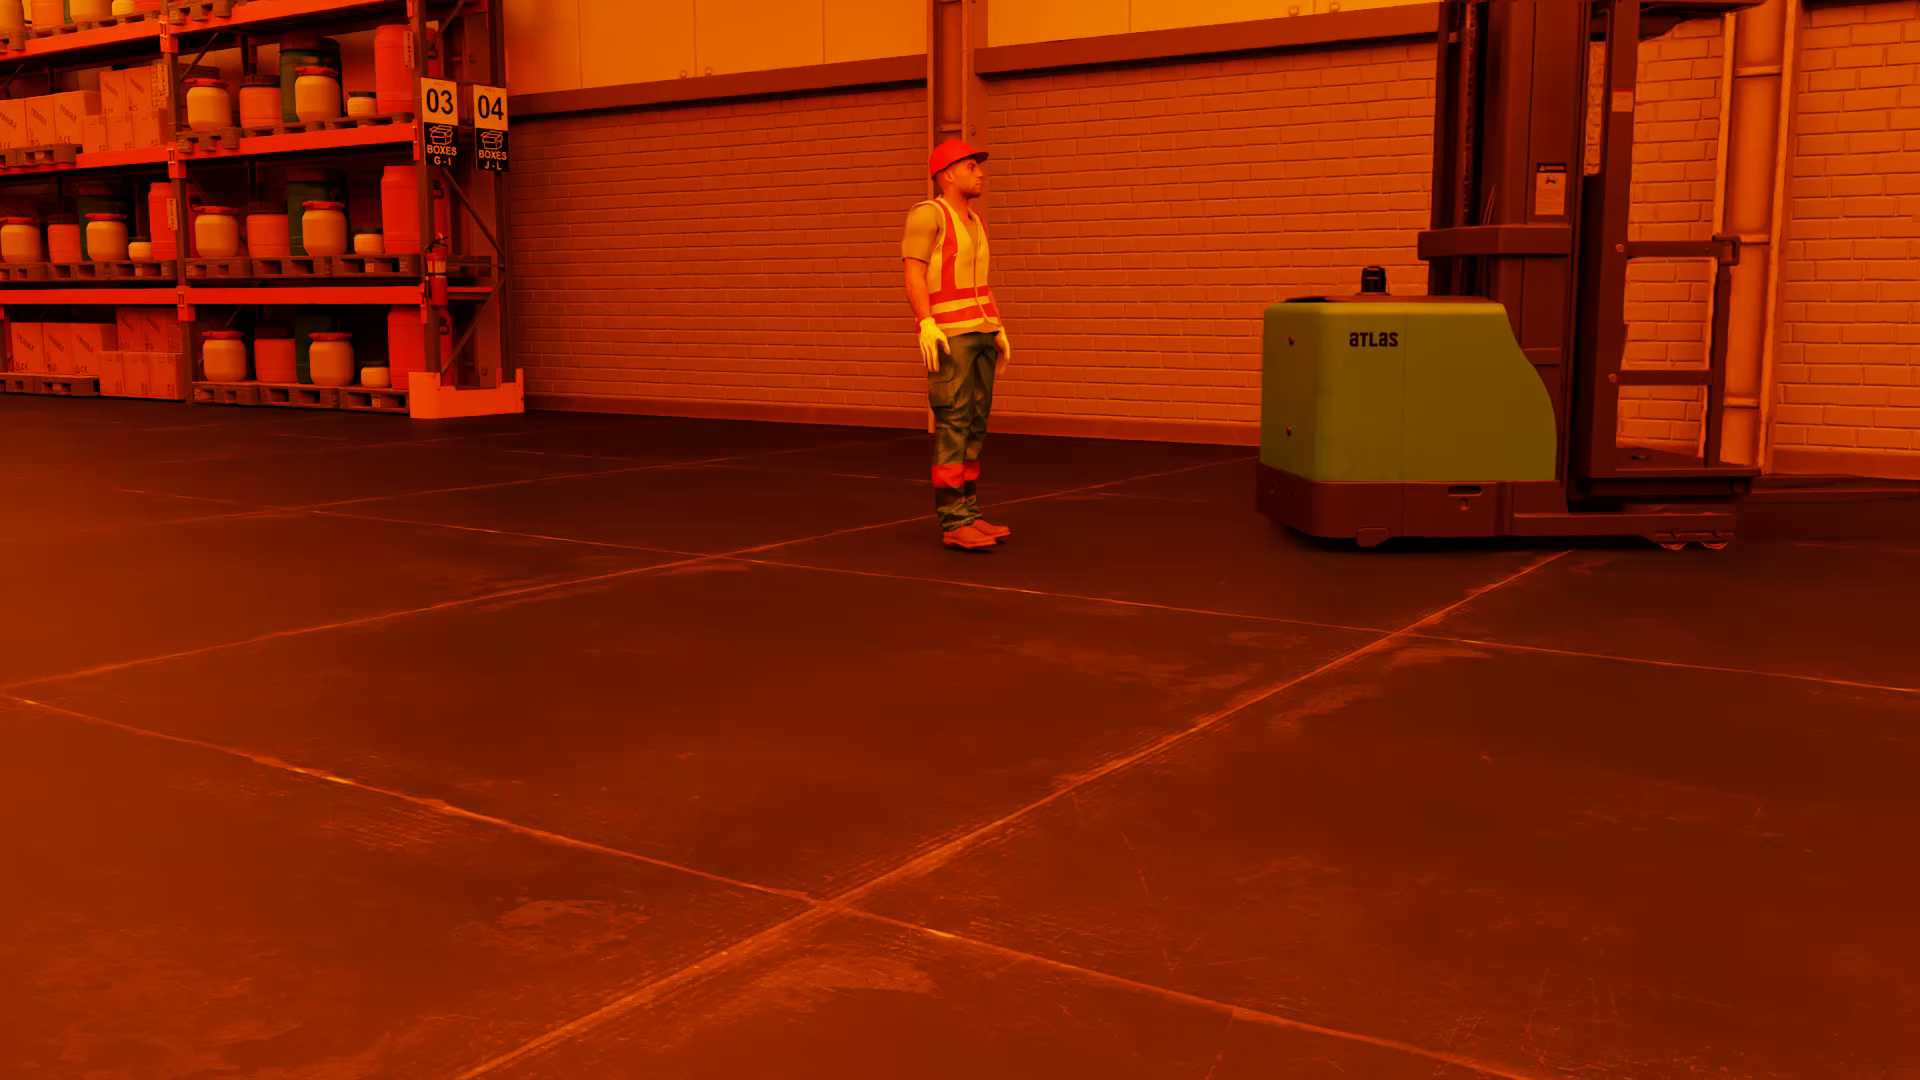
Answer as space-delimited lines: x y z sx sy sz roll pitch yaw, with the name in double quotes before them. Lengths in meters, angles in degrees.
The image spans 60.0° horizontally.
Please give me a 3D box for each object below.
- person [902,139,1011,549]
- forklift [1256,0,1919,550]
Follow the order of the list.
"person" 0.061 -0.885 7.423 0.562 1.789 0.638 5 10 34
"forklift" 2.986 -1.480 7.601 3.031 2.935 1.130 -1 8 -5
